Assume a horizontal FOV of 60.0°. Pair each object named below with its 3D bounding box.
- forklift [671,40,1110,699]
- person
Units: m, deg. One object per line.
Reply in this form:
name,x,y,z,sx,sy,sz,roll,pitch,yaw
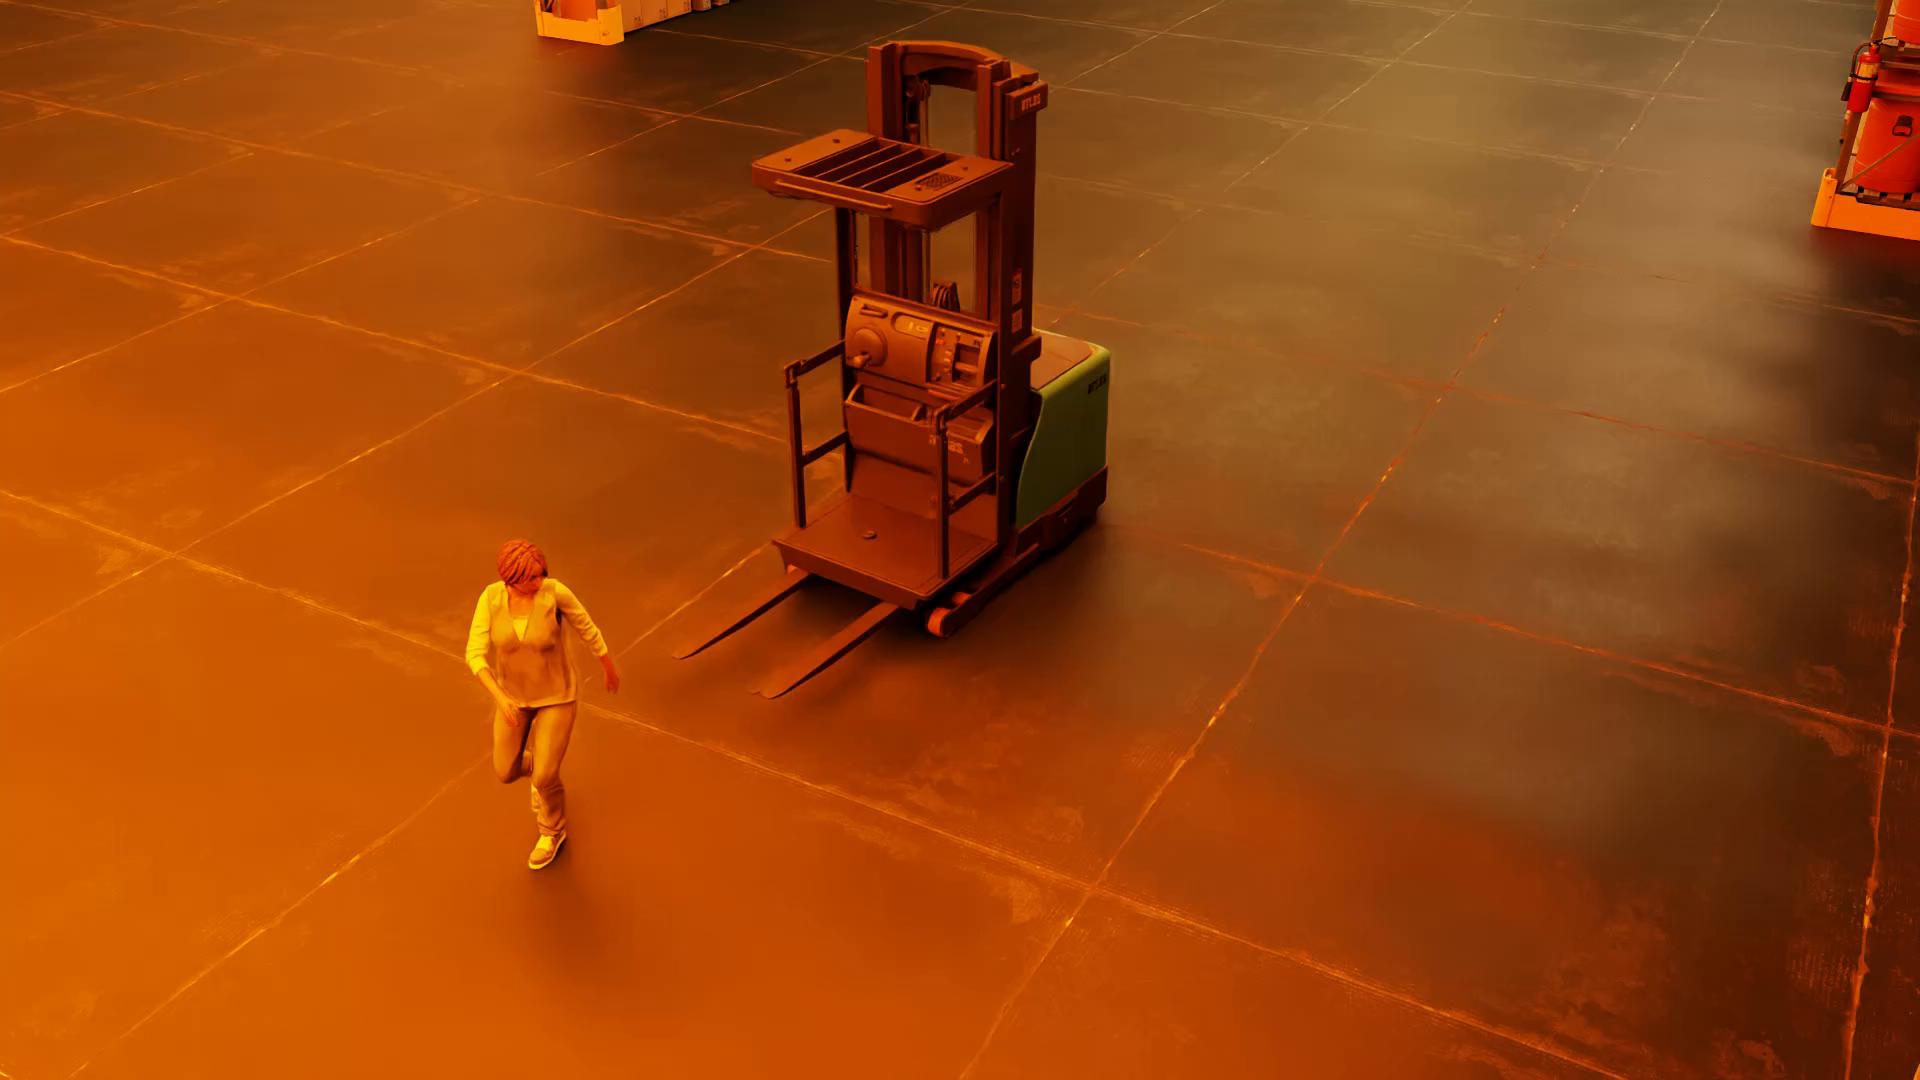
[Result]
forklift,-0.348,-1.010,8.820,1.130,2.935,3.031,19,35,30
person,-1.827,0.692,7.279,0.563,1.540,0.579,4,30,7
